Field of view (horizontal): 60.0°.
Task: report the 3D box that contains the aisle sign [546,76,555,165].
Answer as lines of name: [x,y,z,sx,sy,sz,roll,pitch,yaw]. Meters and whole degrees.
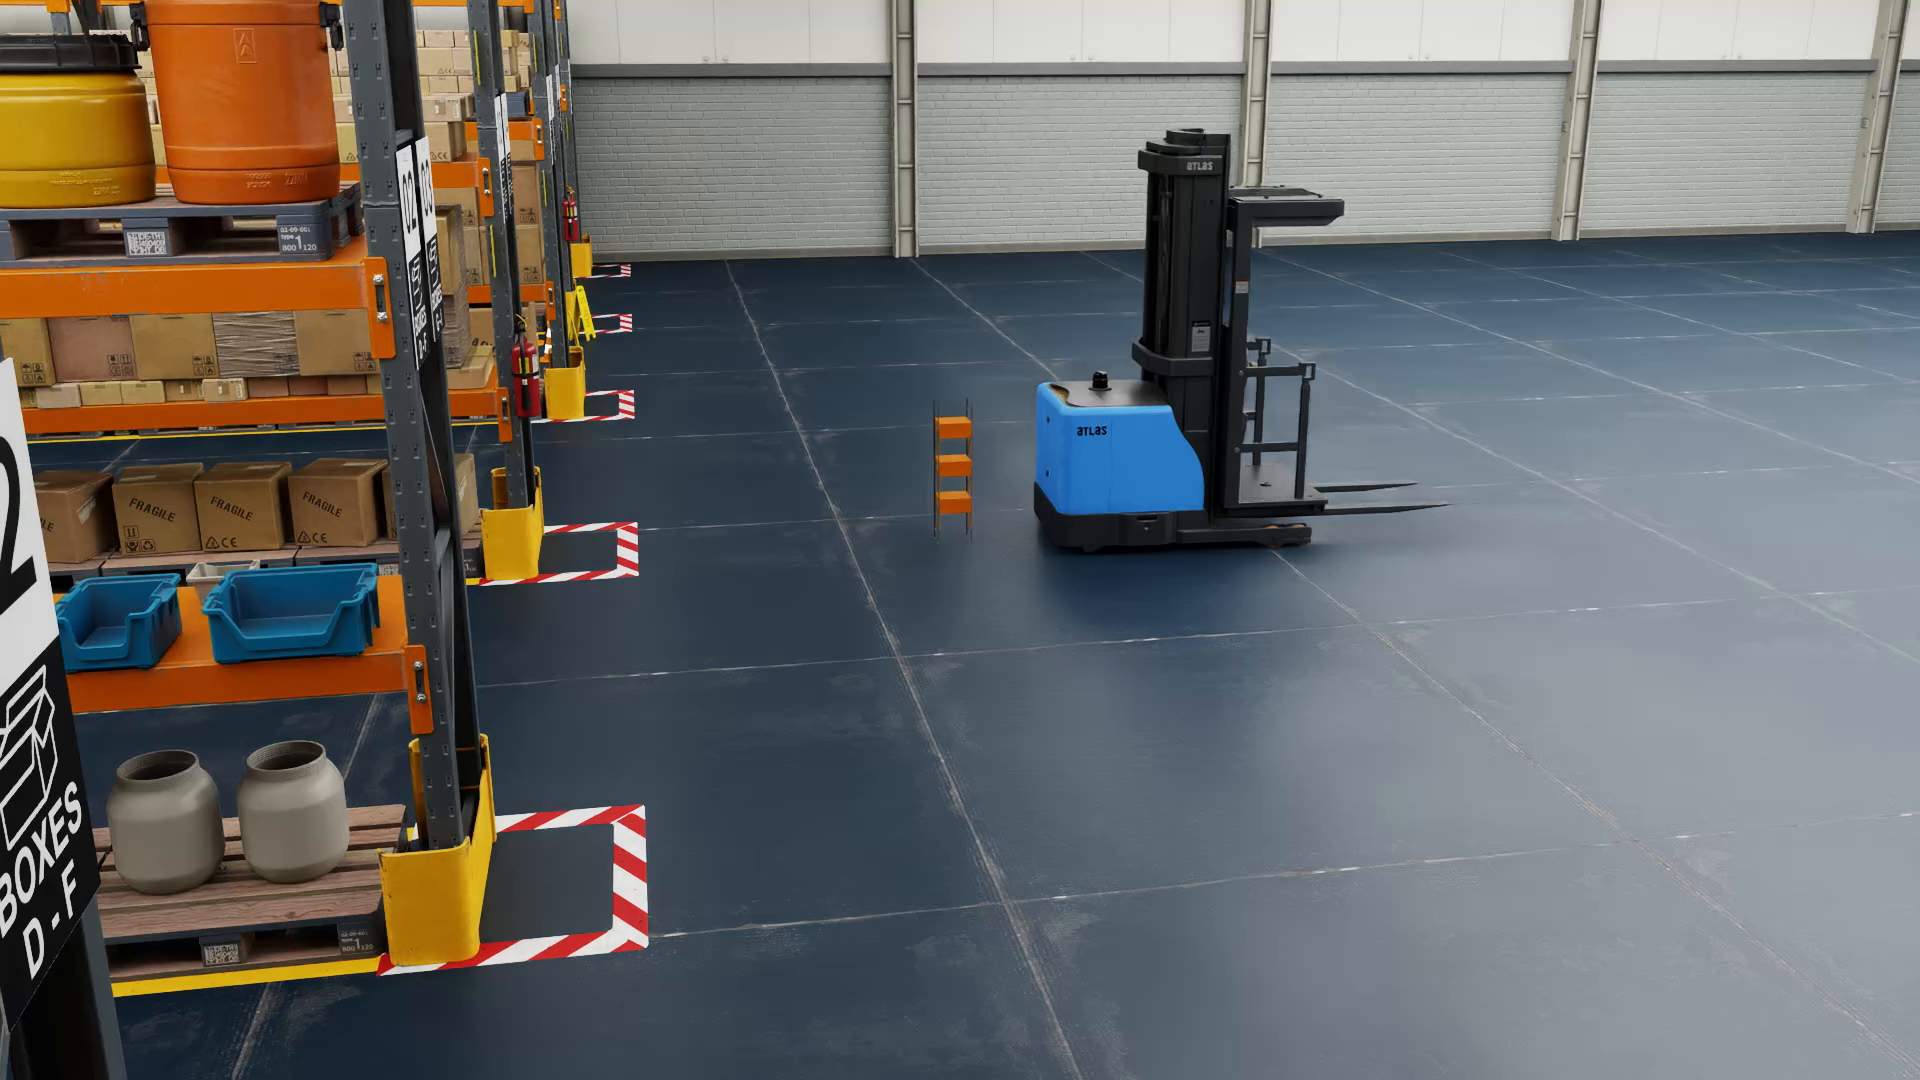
aisle sign: [-3.833,-3.928,15.564,0.004,0.787,0.394,-3,17,-10]

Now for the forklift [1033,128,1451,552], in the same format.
forklift: [2.125,-1.491,12.173,3.031,2.935,1.130,-2,17,-8]

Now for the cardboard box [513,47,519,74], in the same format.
cardboard box: [-4.482,-4.568,15.830,0.500,0.250,0.500,-3,17,-11]

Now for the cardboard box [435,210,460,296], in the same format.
cardboard box: [-3.611,-1.898,11.004,0.500,0.500,0.500,-3,17,-10]

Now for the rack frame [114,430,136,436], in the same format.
rack frame: [-7.886,-2.545,15.489,0.127,3.000,1.000,-3,17,-10]

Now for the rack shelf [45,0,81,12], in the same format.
rack shelf: [-9.850,-4.766,14.410,4.000,0.370,1.077,-3,17,-10]

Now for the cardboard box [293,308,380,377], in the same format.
cardboard box: [-4.131,-1.437,11.205,0.500,0.500,0.875,-3,17,-10]

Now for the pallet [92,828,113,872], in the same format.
pallet: [-4.237,1.557,6.883,1.213,0.211,1.003,-3,17,-10]

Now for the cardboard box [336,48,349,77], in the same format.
cardboard box: [-5.371,-4.358,15.145,0.500,0.250,0.500,-3,17,-11]

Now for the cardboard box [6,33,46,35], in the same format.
cardboard box: [-13.040,-6.875,23.421,0.500,0.500,0.500,-3,17,-10]

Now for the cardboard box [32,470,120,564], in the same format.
cardboard box: [-6.083,-0.160,11.267,0.500,0.500,0.500,2,17,7]

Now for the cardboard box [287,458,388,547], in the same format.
cardboard box: [-4.314,-0.265,11.608,0.500,0.500,0.500,1,17,4]

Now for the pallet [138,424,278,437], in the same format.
pallet: [-7.125,-1.232,15.963,1.213,0.211,1.003,-3,17,-10]

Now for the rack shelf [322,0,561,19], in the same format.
rack shelf: [-7.906,-7.841,24.421,4.000,0.370,1.077,-3,17,-10]

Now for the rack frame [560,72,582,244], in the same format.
rack frame: [-5.943,-5.620,25.500,0.127,3.000,1.000,-3,17,-10]

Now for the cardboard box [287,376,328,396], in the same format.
cardboard box: [-4.341,-1.083,11.157,0.250,0.149,0.380,-3,17,-10]

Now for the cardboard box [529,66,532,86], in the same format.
cardboard box: [-5.542,-5.742,20.539,0.500,0.250,0.500,-4,17,-11]

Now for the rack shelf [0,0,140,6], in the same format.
rack shelf: [-11.834,-7.618,23.696,4.000,0.370,1.077,-3,17,-10]

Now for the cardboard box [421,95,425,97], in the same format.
cardboard box: [-3.609,-2.799,10.784,0.250,0.149,0.380,-4,17,-12]

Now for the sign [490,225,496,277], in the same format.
sign: [-3.032,-1.876,10.800,0.005,0.325,0.100,-3,17,-10]

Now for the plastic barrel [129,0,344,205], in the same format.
plastic barrel: [-2.631,-1.681,6.120,0.708,0.830,0.600,-3,17,-10]

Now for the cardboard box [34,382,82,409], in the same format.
cardboard box: [-5.792,-0.966,10.775,0.250,0.149,0.380,-3,17,-10]

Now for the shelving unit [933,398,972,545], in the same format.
shelving unit: [-0.053,-0.499,12.148,0.252,1.050,0.215,-3,17,-10]

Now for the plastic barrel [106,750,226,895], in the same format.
plastic barrel: [-3.302,1.171,6.914,0.421,0.512,0.421,0,17,0]

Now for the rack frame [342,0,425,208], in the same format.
rack frame: [-2.178,-2.772,6.011,0.127,3.000,1.000,-3,17,-10]

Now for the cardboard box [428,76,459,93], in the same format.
cardboard box: [-4.721,-4.186,15.264,0.250,0.149,0.380,-3,17,-10]

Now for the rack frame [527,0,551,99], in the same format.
rack frame: [-3.959,-5.636,15.334,0.127,3.000,1.000,-3,17,-10]

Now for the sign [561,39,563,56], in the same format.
sign: [-5.853,-7.282,24.430,0.005,0.325,0.100,-3,17,-10]

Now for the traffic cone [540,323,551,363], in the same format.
traffic cone: [-4.630,-2.280,18.946,0.334,0.463,0.336,-3,17,-10]

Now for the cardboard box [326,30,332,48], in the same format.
cardboard box: [-5.723,-4.510,14.961,0.250,0.149,0.380,-3,17,-10]

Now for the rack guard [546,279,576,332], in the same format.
rack guard: [-5.072,-2.990,21.195,0.348,0.500,1.175,-3,17,-10]

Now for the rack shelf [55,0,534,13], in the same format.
rack shelf: [-5.923,-4.989,15.135,4.000,0.370,1.077,-3,17,-10]

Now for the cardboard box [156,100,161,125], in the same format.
cardboard box: [-4.888,-2.708,10.486,0.250,0.149,0.380,-4,18,-13]

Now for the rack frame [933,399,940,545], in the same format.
rack frame: [-0.172,-0.492,12.126,0.008,1.050,0.200,-3,17,-10]

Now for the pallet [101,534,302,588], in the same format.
pallet: [-5.192,0.107,11.604,1.213,0.211,1.003,-3,17,-10]

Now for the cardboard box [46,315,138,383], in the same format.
cardboard box: [-5.622,-1.381,11.024,0.500,0.500,0.875,-3,17,-10]

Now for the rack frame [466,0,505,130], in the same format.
rack frame: [-3.117,-4.200,10.660,0.127,3.000,1.000,-3,17,-10]

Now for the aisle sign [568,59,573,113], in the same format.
aisle sign: [-5.822,-6.782,24.855,0.004,0.787,0.394,-3,17,-10]

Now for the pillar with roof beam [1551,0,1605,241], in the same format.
pillar with roof beam: [11.693,-8.470,24.563,0.400,9.000,9.100,-3,17,-10]

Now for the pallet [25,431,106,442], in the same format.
pallet: [-8.630,-1.147,15.688,1.213,0.211,1.003,-3,17,-10]

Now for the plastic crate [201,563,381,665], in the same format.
plastic crate: [-2.612,0.281,6.542,0.616,0.251,0.499,-3,17,-10]

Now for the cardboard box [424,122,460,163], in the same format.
cardboard box: [-3.543,-2.594,10.797,0.500,0.250,0.500,-3,17,-9]

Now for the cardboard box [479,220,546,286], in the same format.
cardboard box: [-4.315,-2.806,16.083,0.550,0.550,0.875,-3,17,-10]

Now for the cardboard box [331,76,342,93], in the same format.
cardboard box: [-5.719,-4.129,15.080,0.250,0.149,0.380,-3,17,-10]

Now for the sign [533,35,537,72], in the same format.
sign: [-3.870,-4.430,15.144,0.005,0.325,0.100,-3,17,-10]

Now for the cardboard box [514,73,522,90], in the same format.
cardboard box: [-4.357,-4.404,15.973,0.250,0.149,0.380,-3,17,-10]

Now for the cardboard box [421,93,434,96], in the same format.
cardboard box: [-3.704,-2.950,11.275,0.250,0.149,0.380,-3,17,-9]

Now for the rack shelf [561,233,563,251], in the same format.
rack shelf: [-6.961,-3.734,20.585,4.000,0.370,1.077,-3,17,-10]

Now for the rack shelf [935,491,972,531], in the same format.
rack shelf: [-0.053,-0.223,12.233,0.240,0.259,0.215,-3,17,-10]

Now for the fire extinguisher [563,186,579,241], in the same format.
fire extinguisher: [-4.798,-4.026,20.442,0.183,0.674,0.296,-3,17,-10]

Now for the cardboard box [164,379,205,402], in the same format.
cardboard box: [-5.070,-1.029,10.982,0.250,0.149,0.380,-3,17,-10]

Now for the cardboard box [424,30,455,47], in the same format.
cardboard box: [-4.722,-4.567,15.148,0.250,0.149,0.380,-3,17,-10]

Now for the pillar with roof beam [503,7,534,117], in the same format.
pillar with roof beam: [-5.981,-7.468,21.299,0.400,9.000,9.100,-3,17,-10]

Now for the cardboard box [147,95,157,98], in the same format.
cardboard box: [-5.206,-2.828,10.879,0.250,0.149,0.380,-4,18,-12]

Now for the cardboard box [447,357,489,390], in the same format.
cardboard box: [-3.358,-1.137,11.332,0.250,0.149,0.380,-3,17,-10]

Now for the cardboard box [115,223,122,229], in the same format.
cardboard box: [-5.084,-1.816,10.737,0.500,0.500,0.500,-3,17,-10]

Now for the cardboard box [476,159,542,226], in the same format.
cardboard box: [-4.331,-3.346,16.003,0.550,0.550,0.875,-3,17,-10]

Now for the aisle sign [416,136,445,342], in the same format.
aisle sign: [-2.163,-1.236,6.799,0.004,0.787,0.394,-3,17,-10]

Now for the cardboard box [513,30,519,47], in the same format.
cardboard box: [-4.347,-4.785,15.856,0.250,0.149,0.380,-3,17,-10]
